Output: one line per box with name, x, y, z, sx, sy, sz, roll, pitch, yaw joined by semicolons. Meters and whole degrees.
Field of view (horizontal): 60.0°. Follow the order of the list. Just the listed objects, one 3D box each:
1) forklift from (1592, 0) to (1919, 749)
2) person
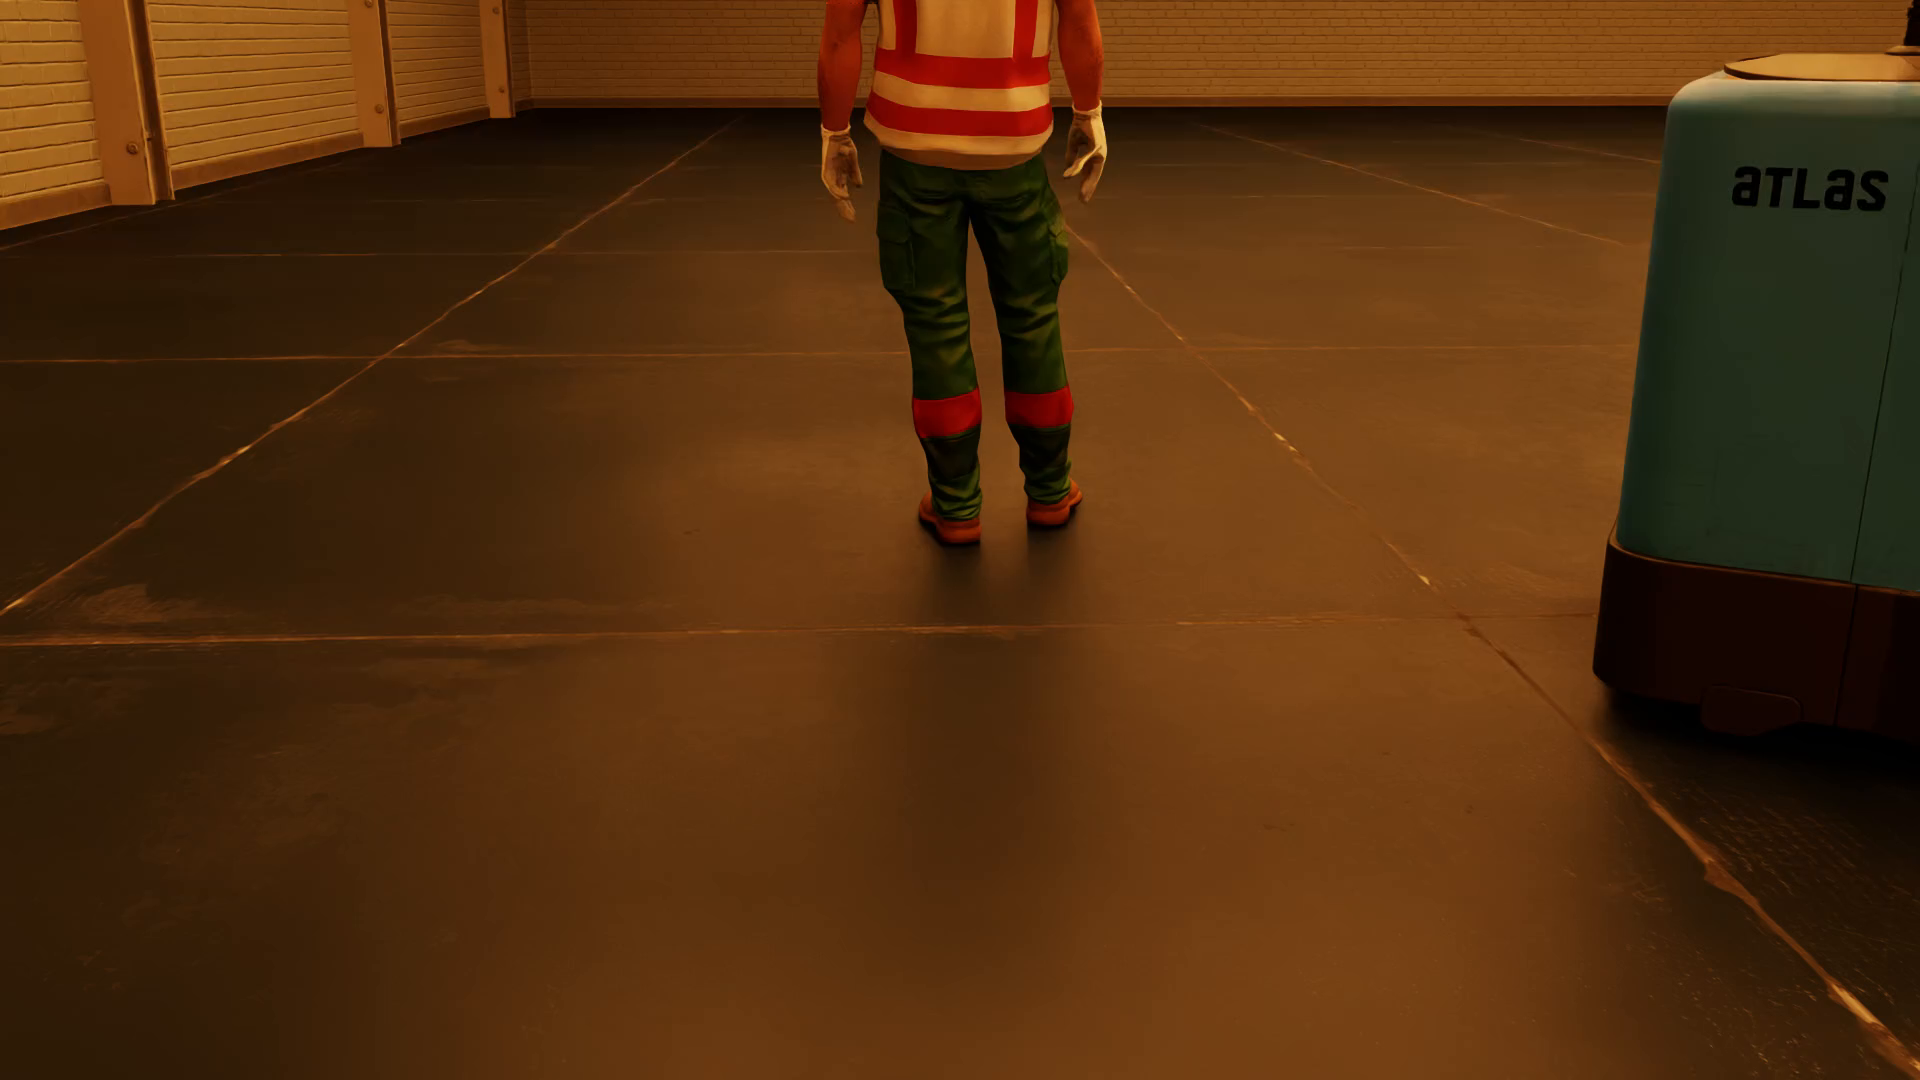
forklift;2.660;-1.020;2.242;3.031;2.935;1.130;8;19;25
person;0.007;-0.886;3.732;0.638;1.789;0.562;-1;17;-3
